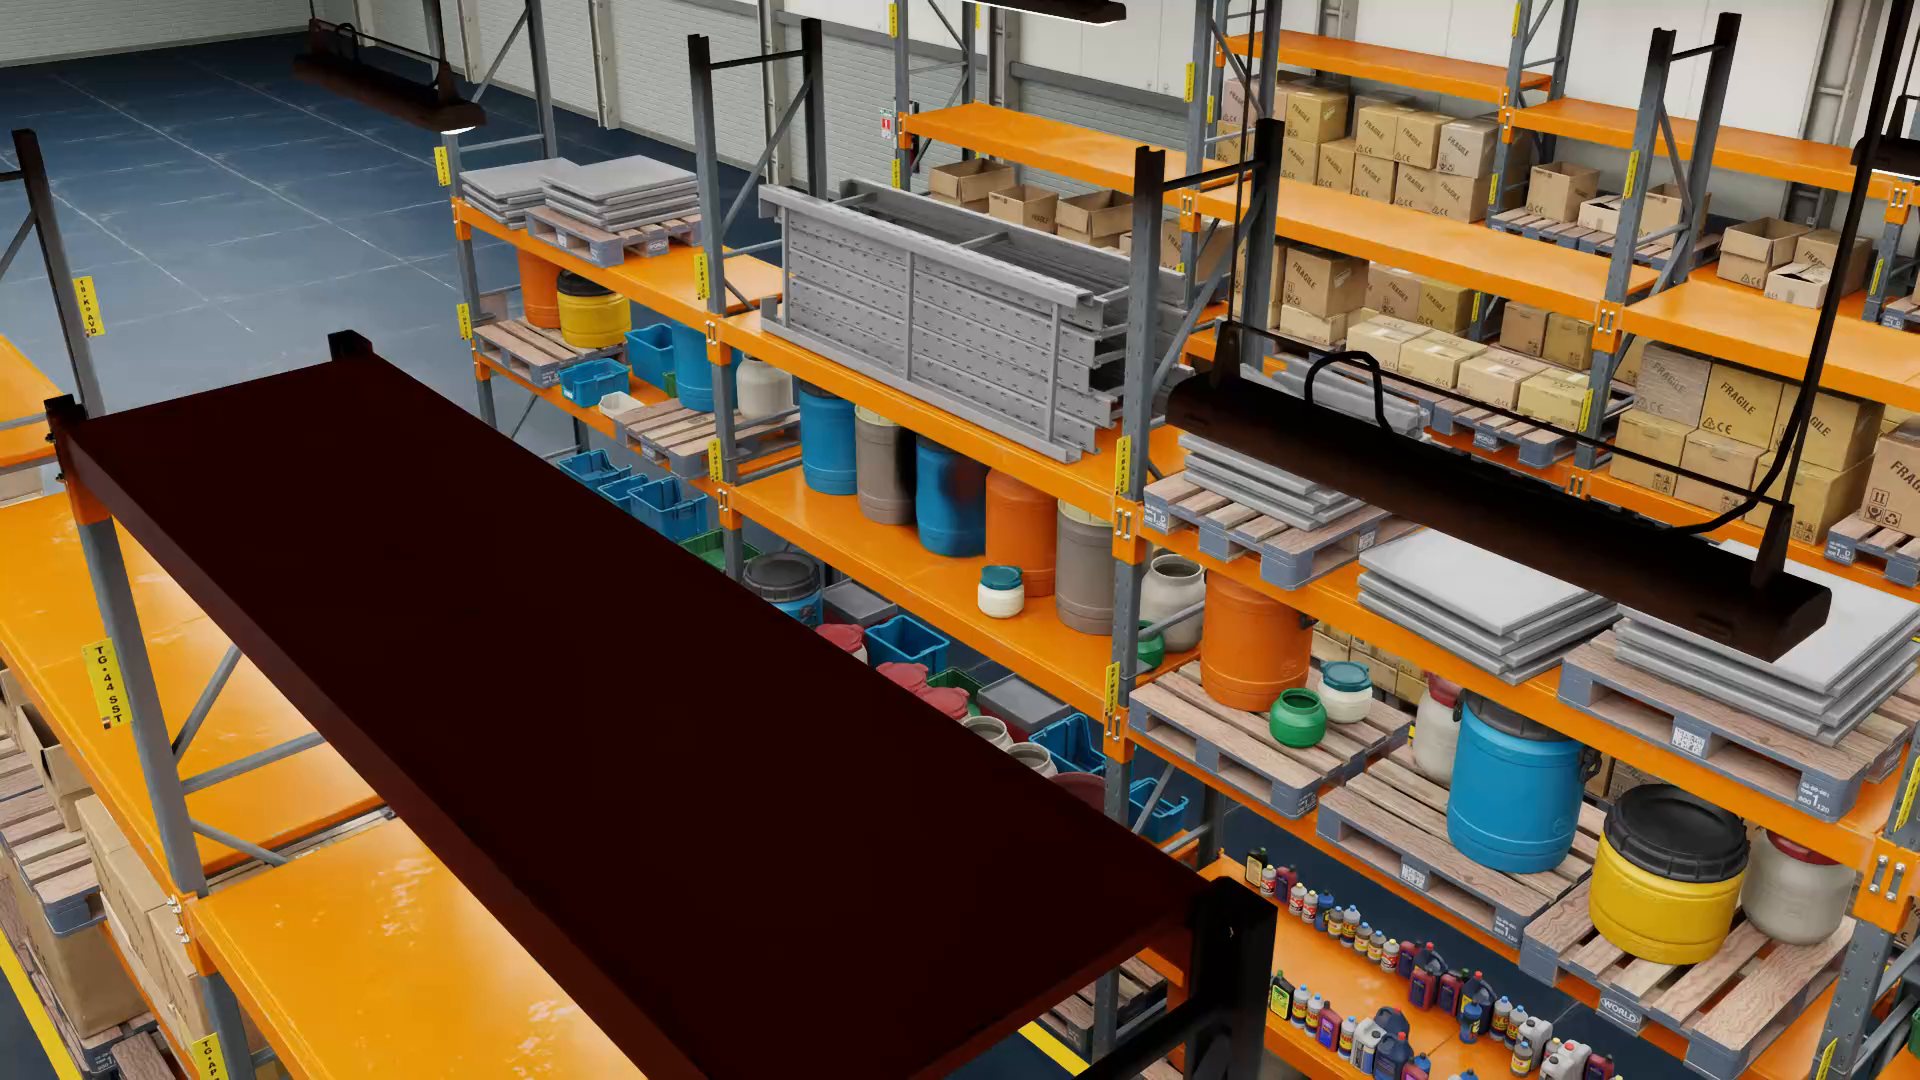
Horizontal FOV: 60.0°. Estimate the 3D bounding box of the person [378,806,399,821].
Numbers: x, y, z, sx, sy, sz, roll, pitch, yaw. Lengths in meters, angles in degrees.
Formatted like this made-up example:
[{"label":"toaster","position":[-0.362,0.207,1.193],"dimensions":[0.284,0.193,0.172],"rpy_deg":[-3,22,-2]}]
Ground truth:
[{"label":"person","position":[-3.586,2.353,11.043],"dimensions":[0.451,1.689,0.482],"rpy_deg":[6,27,11]}]
